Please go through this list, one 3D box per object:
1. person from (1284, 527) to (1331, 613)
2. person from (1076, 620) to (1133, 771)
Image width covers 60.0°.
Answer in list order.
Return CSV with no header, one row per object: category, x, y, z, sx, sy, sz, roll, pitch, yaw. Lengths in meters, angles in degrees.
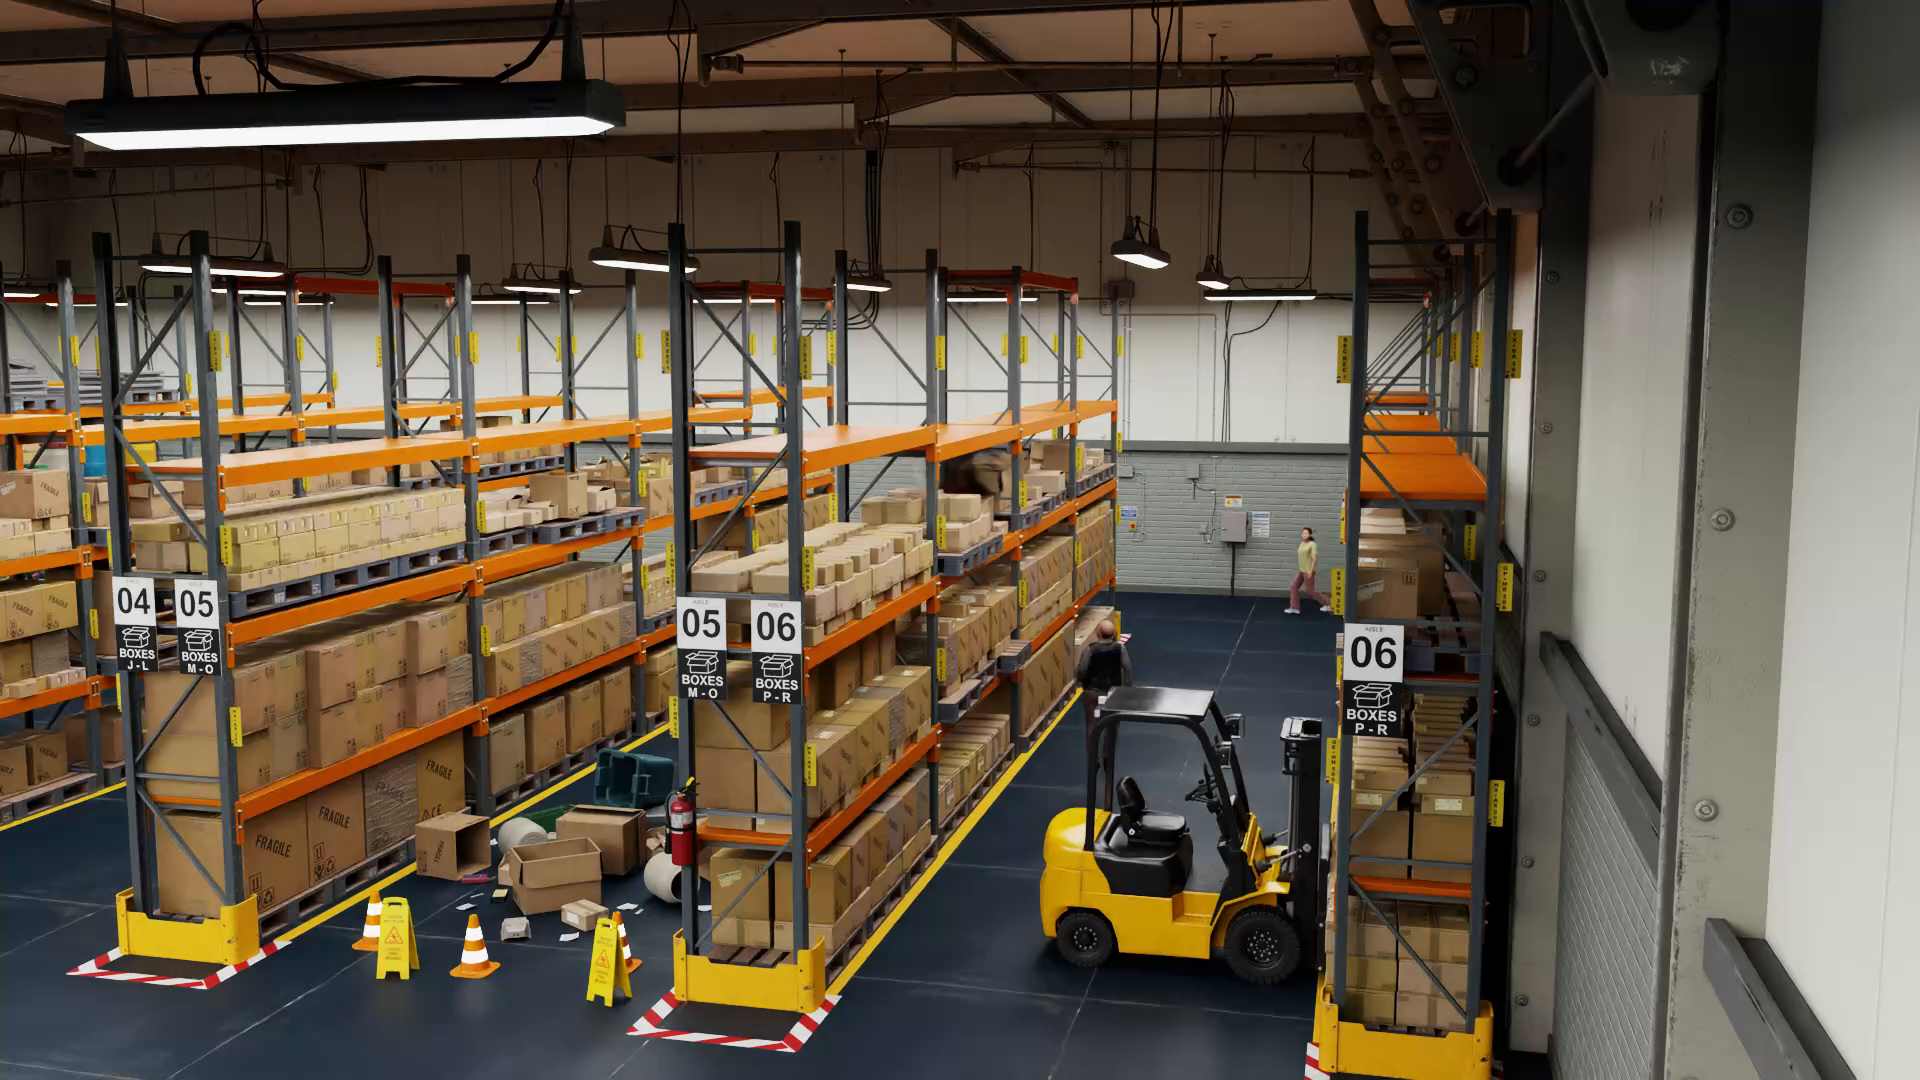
person,6.508,0.569,31.016,0.908,1.620,0.486,-1,7,-5
person,1.597,1.803,18.831,0.702,1.812,0.608,2,7,18
